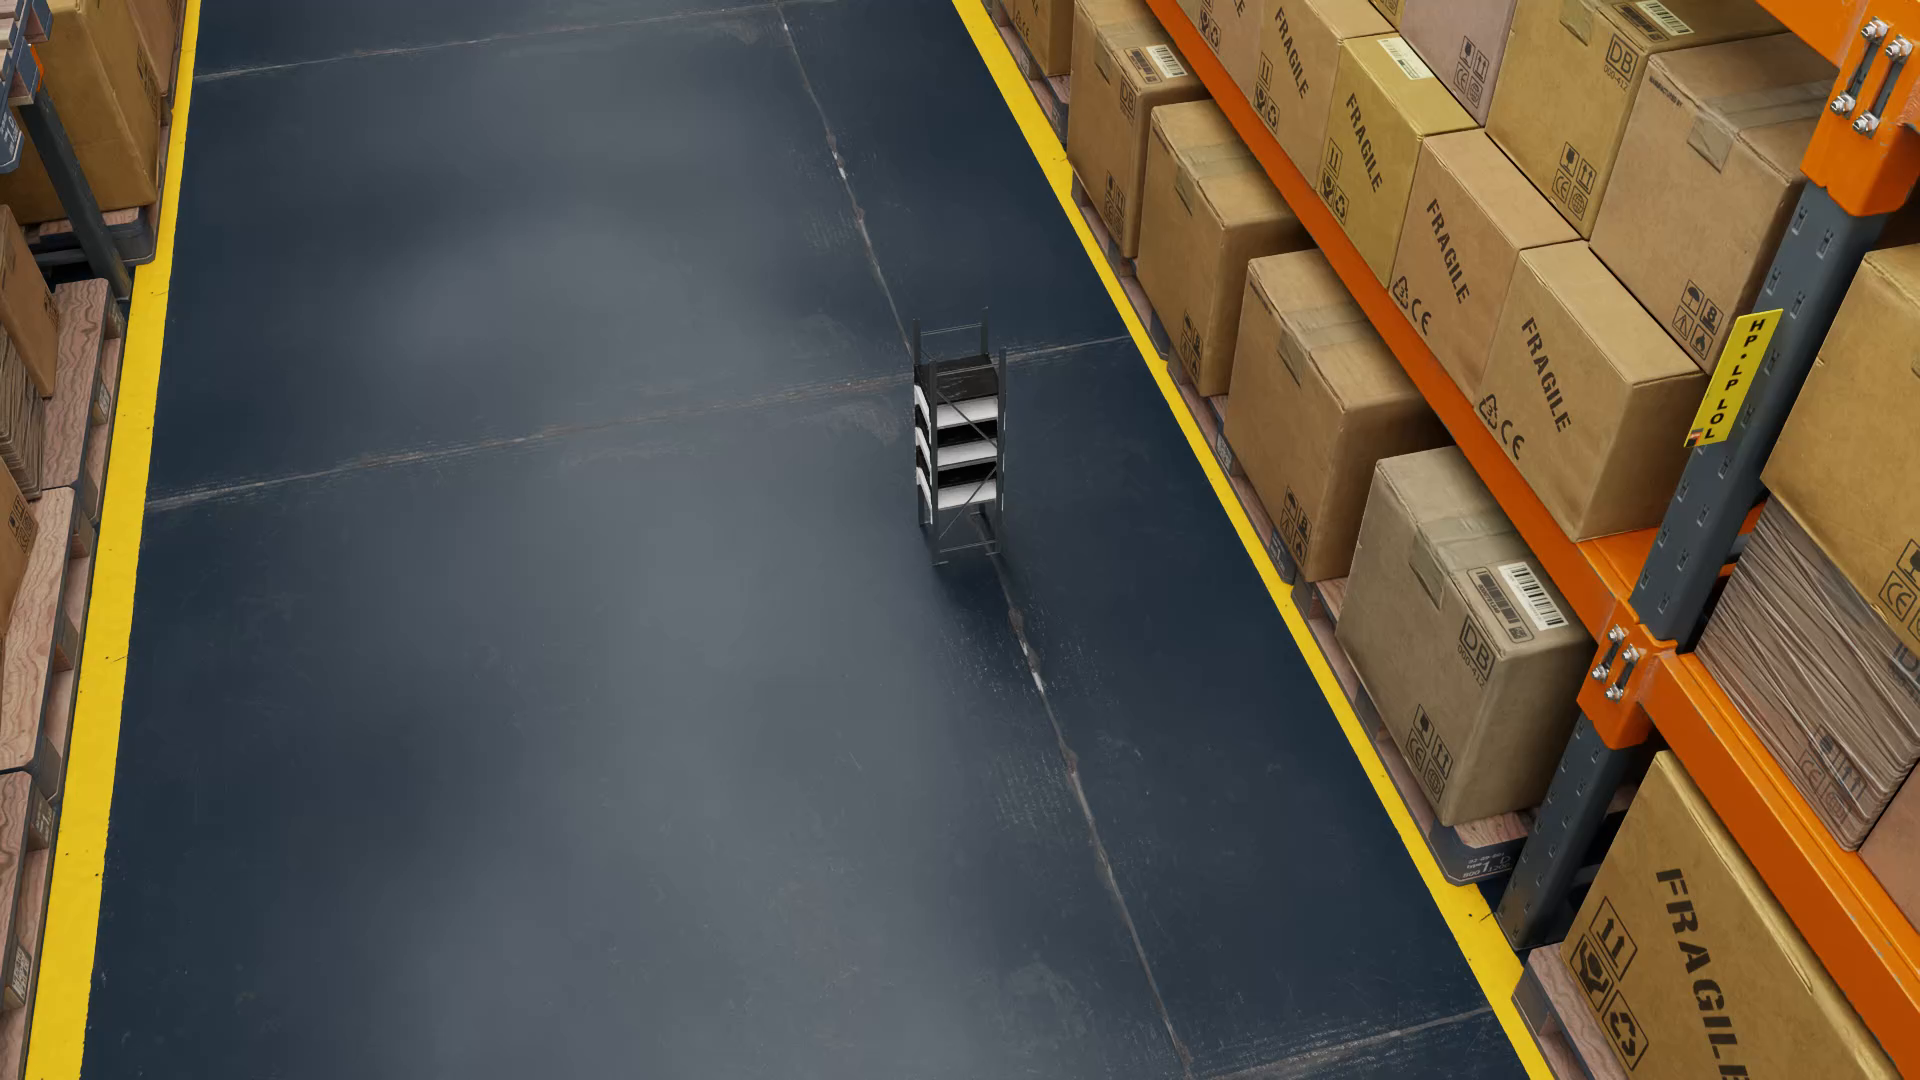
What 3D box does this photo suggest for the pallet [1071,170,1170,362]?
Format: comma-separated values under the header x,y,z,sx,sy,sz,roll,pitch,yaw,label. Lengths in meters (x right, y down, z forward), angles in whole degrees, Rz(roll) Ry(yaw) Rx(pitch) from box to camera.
x,y,z,sx,sy,sz,roll,pitch,yaw,label
1.113,-1.262,6.839,1.003,0.211,1.213,-11,47,-10,pallet

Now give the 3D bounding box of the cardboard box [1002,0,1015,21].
x,y,z,sx,sy,sz,roll,pitch,yaw,label
0.433,-2.834,7.883,0.500,0.500,0.500,-9,46,-9,cardboard box

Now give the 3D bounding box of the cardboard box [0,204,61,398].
x,y,z,sx,sy,sz,roll,pitch,yaw,label
-3.646,-0.779,5.856,0.700,0.500,0.500,-13,47,-12,cardboard box

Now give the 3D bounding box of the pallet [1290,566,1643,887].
x,y,z,sx,sy,sz,roll,pitch,yaw,label
1.737,0.422,5.188,1.003,0.211,1.213,-11,47,-10,pallet

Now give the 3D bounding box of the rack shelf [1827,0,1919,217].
x,y,z,sx,sy,sz,roll,pitch,yaw,label
2.520,0.548,1.516,1.077,0.370,4.000,-11,47,-10,rack shelf

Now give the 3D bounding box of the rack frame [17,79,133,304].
x,y,z,sx,sy,sz,roll,pitch,yaw,label
-3.837,-1.959,5.570,1.000,3.000,0.127,-11,47,-10,rack frame

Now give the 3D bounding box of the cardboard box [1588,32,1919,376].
x,y,z,sx,sy,sz,roll,pitch,yaw,label
1.875,-0.761,3.626,0.700,0.500,0.500,-11,47,-11,cardboard box

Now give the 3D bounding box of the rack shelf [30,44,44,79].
x,y,z,sx,sy,sz,roll,pitch,yaw,label
-4.349,-3.088,7.180,1.077,0.370,4.000,-11,47,-10,rack shelf

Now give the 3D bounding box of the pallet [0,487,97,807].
x,y,z,sx,sy,sz,roll,pitch,yaw,label
-3.330,0.397,5.213,1.003,0.211,1.213,-11,47,-10,pallet

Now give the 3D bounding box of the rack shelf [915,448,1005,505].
x,y,z,sx,sy,sz,roll,pitch,yaw,label
-0.002,-0.234,5.522,0.258,0.077,0.200,-11,47,-10,rack shelf

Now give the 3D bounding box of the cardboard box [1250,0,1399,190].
x,y,z,sx,sy,sz,roll,pitch,yaw,label
1.225,-1.429,4.980,0.500,0.500,0.500,-11,47,-11,cardboard box

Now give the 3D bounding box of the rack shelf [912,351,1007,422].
x,y,z,sx,sy,sz,roll,pitch,yaw,label
-0.002,-0.486,5.265,0.258,0.077,0.200,-11,47,-10,rack shelf

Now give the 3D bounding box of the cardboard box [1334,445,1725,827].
x,y,z,sx,sy,sz,roll,pitch,yaw,label
1.762,0.194,4.741,1.050,0.750,0.750,-11,47,-11,cardboard box

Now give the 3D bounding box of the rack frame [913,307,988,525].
x,y,z,sx,sy,sz,roll,pitch,yaw,label
-0.028,-0.391,5.503,0.240,0.900,0.006,-11,47,-10,rack frame

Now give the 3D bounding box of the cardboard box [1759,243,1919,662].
x,y,z,sx,sy,sz,roll,pitch,yaw,label
2.069,-0.204,2.989,0.875,0.550,0.550,-11,47,-10,cardboard box

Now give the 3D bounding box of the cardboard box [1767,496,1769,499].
x,y,z,sx,sy,sz,roll,pitch,yaw,label
2.133,-0.482,4.052,0.500,0.500,0.500,-10,46,-10,cardboard box

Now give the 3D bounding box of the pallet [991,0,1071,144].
x,y,z,sx,sy,sz,roll,pitch,yaw,label
0.785,-2.360,7.915,1.003,0.211,1.213,-11,47,-10,pallet

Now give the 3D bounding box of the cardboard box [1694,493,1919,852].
x,y,z,sx,sy,sz,roll,pitch,yaw,label
2.114,0.165,3.383,0.875,0.550,0.550,-11,47,-10,cardboard box

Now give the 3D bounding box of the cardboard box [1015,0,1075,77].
x,y,z,sx,sy,sz,roll,pitch,yaw,label
0.562,-2.475,7.531,0.500,0.500,0.500,-11,47,-11,cardboard box

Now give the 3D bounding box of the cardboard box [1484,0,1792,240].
x,y,z,sx,sy,sz,roll,pitch,yaw,label
1.741,-1.116,3.974,0.700,0.500,0.500,-11,47,-11,cardboard box

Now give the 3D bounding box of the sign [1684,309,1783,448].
x,y,z,sx,sy,sz,roll,pitch,yaw,label
1.486,-0.306,3.195,0.100,0.325,0.005,-11,47,-10,sign

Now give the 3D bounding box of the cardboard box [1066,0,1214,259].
x,y,z,sx,sy,sz,roll,pitch,yaw,label
1.053,-1.719,6.616,1.050,0.750,0.750,-11,47,-11,cardboard box

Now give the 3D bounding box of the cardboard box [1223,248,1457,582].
x,y,z,sx,sy,sz,roll,pitch,yaw,label
1.518,-0.473,5.395,1.050,0.750,0.750,-11,47,-10,cardboard box

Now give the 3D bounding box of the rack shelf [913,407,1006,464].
x,y,z,sx,sy,sz,roll,pitch,yaw,label
-0.002,-0.360,5.394,0.258,0.077,0.200,-11,47,-10,rack shelf

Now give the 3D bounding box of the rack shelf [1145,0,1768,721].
x,y,z,sx,sy,sz,roll,pitch,yaw,label
1.496,-1.164,5.294,1.077,0.370,4.000,-11,47,-10,rack shelf

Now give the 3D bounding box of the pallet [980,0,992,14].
x,y,z,sx,sy,sz,roll,pitch,yaw,label
0.476,-3.201,8.739,1.003,0.211,1.213,-11,47,-10,pallet

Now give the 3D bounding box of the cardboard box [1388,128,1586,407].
x,y,z,sx,sy,sz,roll,pitch,yaw,label
1.486,-0.730,4.295,0.500,0.500,0.500,-11,47,-11,cardboard box

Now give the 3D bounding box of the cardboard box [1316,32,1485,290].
x,y,z,sx,sy,sz,roll,pitch,yaw,label
1.357,-1.079,4.637,0.500,0.500,0.500,-10,46,-10,cardboard box

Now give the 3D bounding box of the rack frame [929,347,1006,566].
x,y,z,sx,sy,sz,roll,pitch,yaw,label
0.024,-0.250,5.365,0.240,0.900,0.006,-11,47,-10,rack frame

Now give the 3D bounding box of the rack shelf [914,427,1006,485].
x,y,z,sx,sy,sz,roll,pitch,yaw,label
-0.002,-0.297,5.458,0.258,0.077,0.200,-11,47,-10,rack shelf

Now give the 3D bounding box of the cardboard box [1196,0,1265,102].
x,y,z,sx,sy,sz,roll,pitch,yaw,label
1.099,-1.773,5.318,0.500,0.500,0.500,-11,47,-10,cardboard box

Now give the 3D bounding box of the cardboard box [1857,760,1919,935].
x,y,z,sx,sy,sz,roll,pitch,yaw,label
2.276,0.541,3.015,0.875,0.550,0.550,-11,47,-10,cardboard box

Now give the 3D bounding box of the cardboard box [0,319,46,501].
x,y,z,sx,sy,sz,roll,pitch,yaw,label
-3.492,-0.399,5.483,0.700,0.500,0.500,-14,47,-14,cardboard box

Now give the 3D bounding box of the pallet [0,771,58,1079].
x,y,z,sx,sy,sz,roll,pitch,yaw,label
-3.014,1.241,4.386,1.003,0.211,1.213,-11,47,-10,pallet

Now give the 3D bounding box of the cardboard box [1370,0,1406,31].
x,y,z,sx,sy,sz,roll,pitch,yaw,label
1.484,-1.814,4.657,0.700,0.500,0.500,-11,47,-11,cardboard box

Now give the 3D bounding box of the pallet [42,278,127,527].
x,y,z,sx,sy,sz,roll,pitch,yaw,label
-3.638,-0.443,6.037,1.003,0.211,1.213,-11,47,-10,pallet

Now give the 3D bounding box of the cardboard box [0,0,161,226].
x,y,z,sx,sy,sz,roll,pitch,yaw,label
-3.994,-1.843,6.649,1.225,0.875,0.875,-13,47,-12,cardboard box

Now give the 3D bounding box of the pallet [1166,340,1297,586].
x,y,z,sx,sy,sz,roll,pitch,yaw,label
1.421,-0.422,6.015,1.003,0.211,1.213,-11,47,-10,pallet

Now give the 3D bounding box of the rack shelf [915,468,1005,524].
x,y,z,sx,sy,sz,roll,pitch,yaw,label
-0.002,-0.171,5.586,0.258,0.077,0.200,-11,47,-10,rack shelf

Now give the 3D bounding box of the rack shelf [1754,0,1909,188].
x,y,z,sx,sy,sz,roll,pitch,yaw,label
1.496,-2.214,4.223,1.077,0.370,4.000,-11,47,-10,rack shelf

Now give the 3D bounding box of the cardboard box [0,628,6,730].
x,y,z,sx,sy,sz,roll,pitch,yaw,label
-3.197,0.377,4.723,0.700,0.500,0.500,-14,47,-14,cardboard box

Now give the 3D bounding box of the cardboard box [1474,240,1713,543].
x,y,z,sx,sy,sz,roll,pitch,yaw,label
1.616,-0.381,3.953,0.500,0.500,0.500,-11,47,-11,cardboard box

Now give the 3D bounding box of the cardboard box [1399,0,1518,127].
x,y,z,sx,sy,sz,roll,pitch,yaw,label
1.612,-1.465,4.315,0.700,0.500,0.500,-10,46,-10,cardboard box

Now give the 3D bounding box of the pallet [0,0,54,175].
x,y,z,sx,sy,sz,roll,pitch,yaw,label
-3.552,-1.420,5.175,1.213,0.211,1.003,-11,47,-10,pallet

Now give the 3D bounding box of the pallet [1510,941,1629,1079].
x,y,z,sx,sy,sz,roll,pitch,yaw,label
2.127,1.481,4.151,1.003,0.211,1.213,-11,47,-10,pallet

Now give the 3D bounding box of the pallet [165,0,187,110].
x,y,z,sx,sy,sz,roll,pitch,yaw,label
-4.275,-2.382,7.937,1.003,0.211,1.213,-11,47,-10,pallet

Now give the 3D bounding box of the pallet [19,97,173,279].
x,y,z,sx,sy,sz,roll,pitch,yaw,label
-3.966,-1.541,7.113,1.003,0.211,1.213,-11,47,-10,pallet

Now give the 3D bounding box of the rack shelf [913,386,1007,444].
x,y,z,sx,sy,sz,roll,pitch,yaw,label
-0.002,-0.423,5.329,0.258,0.077,0.200,-11,47,-10,rack shelf

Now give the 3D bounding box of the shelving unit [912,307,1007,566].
x,y,z,sx,sy,sz,roll,pitch,yaw,label
-0.002,-0.321,5.434,0.258,0.900,0.210,-11,47,-10,shelving unit

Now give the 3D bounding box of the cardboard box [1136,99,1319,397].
x,y,z,sx,sy,sz,roll,pitch,yaw,label
1.280,-1.116,6.025,1.050,0.750,0.750,-10,46,-10,cardboard box

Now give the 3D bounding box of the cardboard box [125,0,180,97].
x,y,z,sx,sy,sz,roll,pitch,yaw,label
-4.214,-2.460,7.254,1.225,0.875,0.875,-11,47,-10,cardboard box

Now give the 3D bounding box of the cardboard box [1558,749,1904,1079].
x,y,z,sx,sy,sz,roll,pitch,yaw,label
2.101,1.009,3.855,0.875,0.875,0.875,-10,46,-10,cardboard box

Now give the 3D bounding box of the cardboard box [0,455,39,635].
x,y,z,sx,sy,sz,roll,pitch,yaw,label
-3.340,-0.009,5.100,0.700,0.500,0.500,-7,46,-7,cardboard box

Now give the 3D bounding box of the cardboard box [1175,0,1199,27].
x,y,z,sx,sy,sz,roll,pitch,yaw,label
0.970,-2.121,5.659,0.500,0.500,0.500,-11,47,-11,cardboard box

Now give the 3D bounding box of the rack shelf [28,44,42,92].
x,y,z,sx,sy,sz,roll,pitch,yaw,label
-3.325,-0.327,4.474,1.077,0.370,4.000,-11,47,-10,rack shelf

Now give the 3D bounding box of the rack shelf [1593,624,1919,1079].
x,y,z,sx,sy,sz,roll,pitch,yaw,label
2.520,1.598,2.587,1.077,0.370,4.000,-11,47,-10,rack shelf

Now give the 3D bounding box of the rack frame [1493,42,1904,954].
x,y,z,sx,sy,sz,roll,pitch,yaw,label
2.008,-0.035,3.684,1.000,3.000,0.127,-11,47,-10,rack frame
